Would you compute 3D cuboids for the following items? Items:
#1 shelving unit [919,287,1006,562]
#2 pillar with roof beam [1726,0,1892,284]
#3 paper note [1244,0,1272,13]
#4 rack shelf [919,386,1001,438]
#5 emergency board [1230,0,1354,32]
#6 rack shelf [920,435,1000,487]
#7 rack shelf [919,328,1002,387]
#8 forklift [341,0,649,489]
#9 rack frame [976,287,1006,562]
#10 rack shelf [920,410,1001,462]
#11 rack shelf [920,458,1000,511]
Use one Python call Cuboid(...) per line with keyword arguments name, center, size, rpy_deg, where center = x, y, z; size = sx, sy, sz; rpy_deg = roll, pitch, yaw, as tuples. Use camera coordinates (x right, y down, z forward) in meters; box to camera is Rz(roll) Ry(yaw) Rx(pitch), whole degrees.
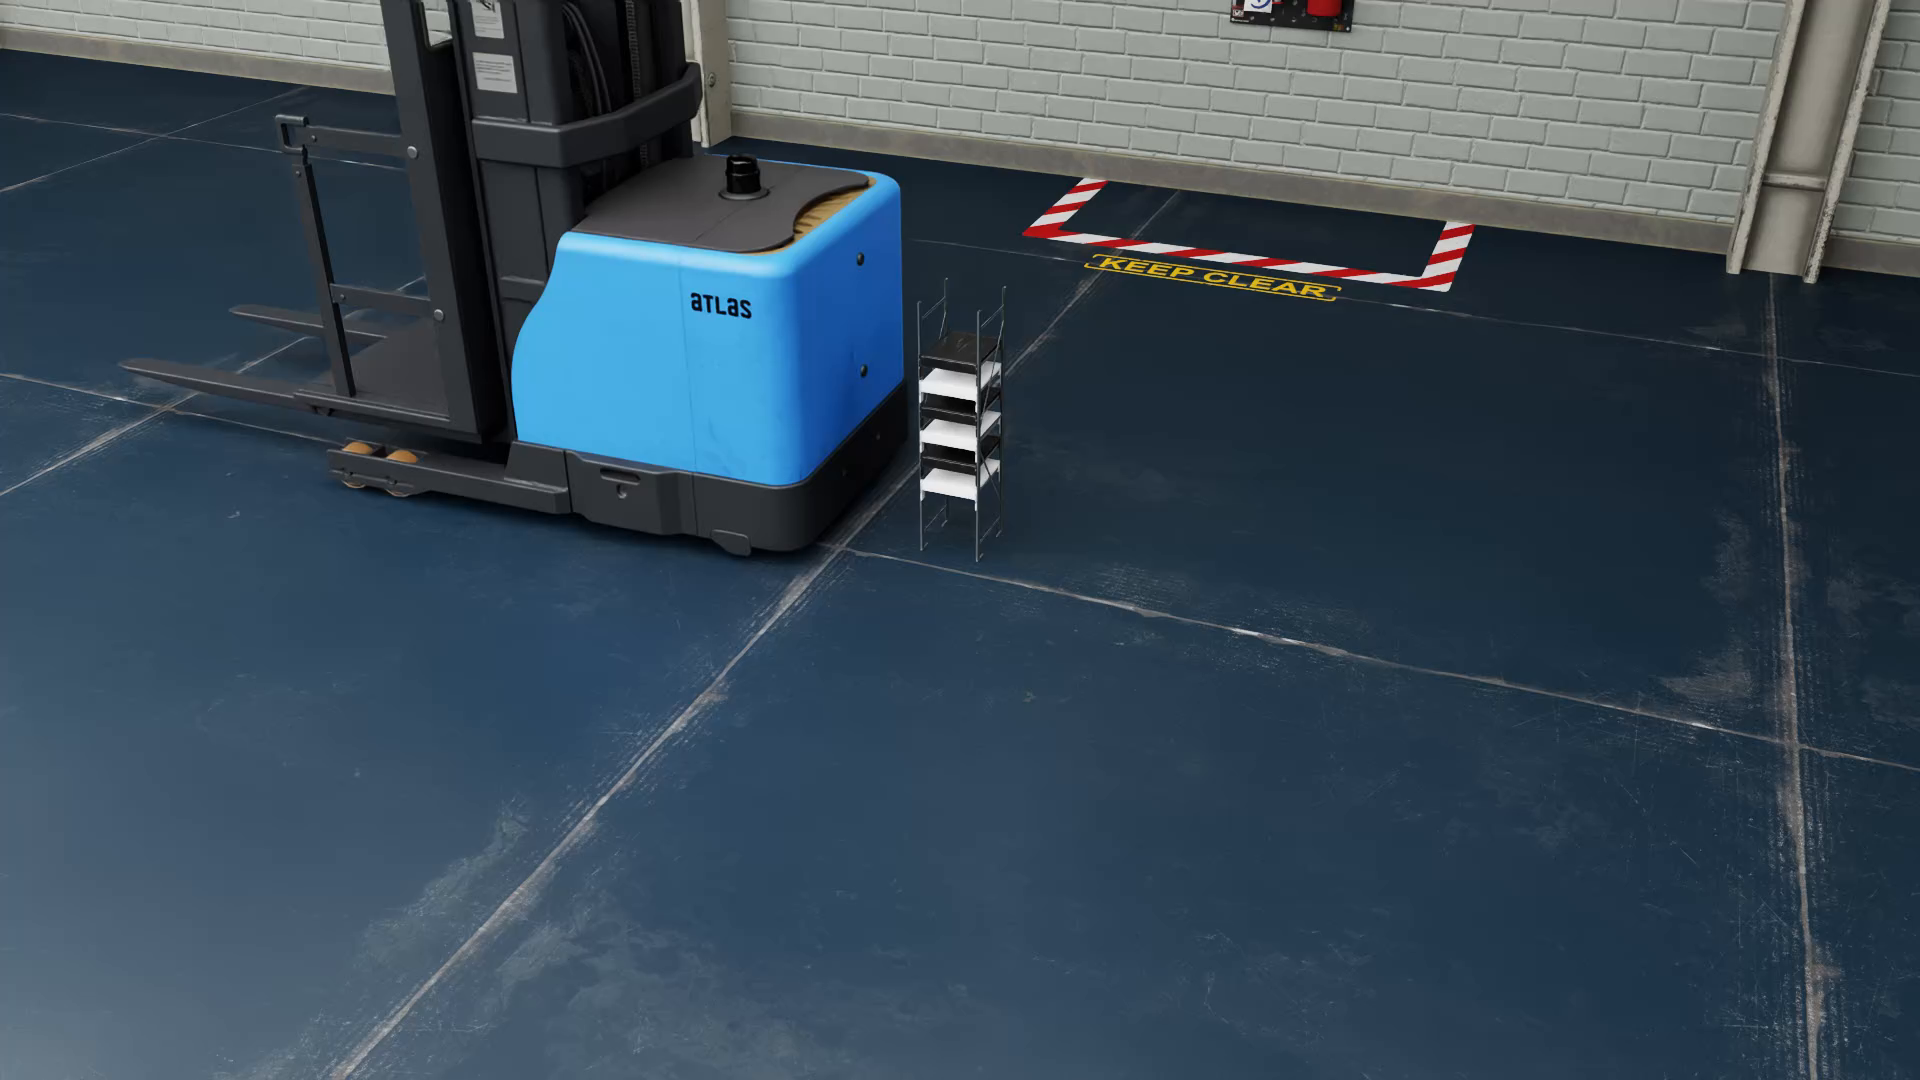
Cuboid(name="shelving unit", center=(-7.401, -3.354, 10.769), size=(18.469, 0.900, 6.000), rpy_deg=(11, 31, 19))
Cuboid(name="pillar with roof beam", center=(2.328, -3.280, 2.408), size=(0.400, 9.000, 9.100), rpy_deg=(11, 31, 19))
Cuboid(name="paper note", center=(1.533, -2.787, 8.527), size=(0.142, 0.148, 0.016), rpy_deg=(11, 31, 19))
Cuboid(name="rack shelf", center=(0.008, -0.440, 5.498), size=(0.200, 0.077, 0.258), rpy_deg=(11, 31, 19))
Cuboid(name="emergency board", center=(1.671, -3.106, 8.197), size=(0.643, 1.169, 0.194), rpy_deg=(11, 31, 19))
Cuboid(name="rack shelf", center=(0.008, -0.283, 5.587), size=(0.200, 0.077, 0.258), rpy_deg=(11, 31, 19))
Cuboid(name="rack shelf", center=(0.008, -0.596, 5.409), size=(0.200, 0.077, 0.258), rpy_deg=(11, 31, 19))
Cuboid(name="forklift", center=(-1.764, -1.663, 5.714), size=(3.031, 2.935, 1.121), rpy_deg=(10, 31, 18))
Cuboid(name="rack frame", center=(0.102, -0.371, 5.493), size=(0.006, 0.900, 0.240), rpy_deg=(11, 31, 19))
Cuboid(name="rack shelf", center=(0.008, -0.361, 5.542), size=(0.200, 0.077, 0.258), rpy_deg=(11, 31, 19))
Cuboid(name="rack shelf", center=(-7.404, -3.082, 10.924), size=(18.464, 0.275, 6.000), rpy_deg=(11, 31, 19))
